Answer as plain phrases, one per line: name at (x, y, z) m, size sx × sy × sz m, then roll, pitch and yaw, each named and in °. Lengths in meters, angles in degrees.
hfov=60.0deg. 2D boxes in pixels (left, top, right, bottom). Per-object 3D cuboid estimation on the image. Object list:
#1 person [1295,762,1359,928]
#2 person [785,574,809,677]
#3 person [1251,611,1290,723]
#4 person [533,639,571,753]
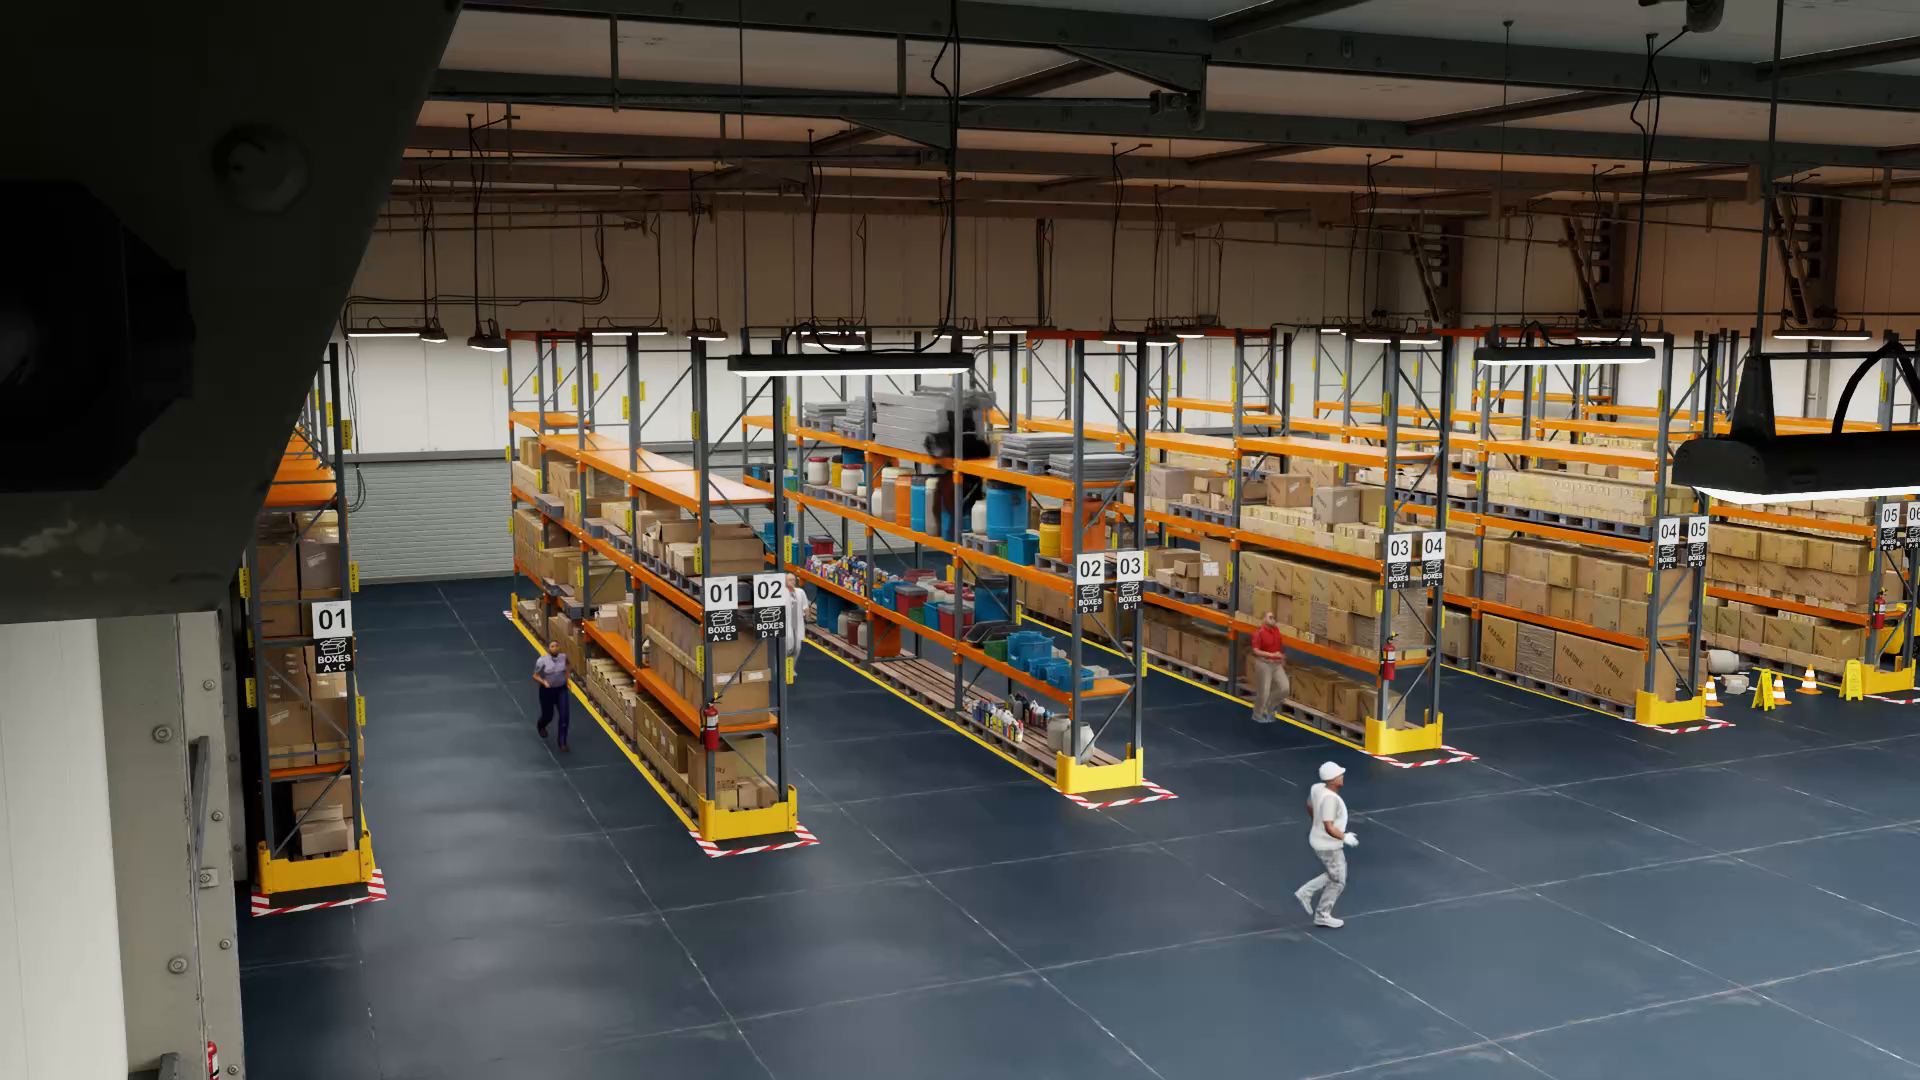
person at (3.789, 3.144, 17.159) m, size 0.583 × 1.743 × 0.686 m, roll 0°, pitch 8°, yaw 1°
person at (-2.787, 1.437, 27.636) m, size 0.694 × 1.744 × 0.642 m, roll -4°, pitch 9°, yaw -29°
person at (4.592, 1.883, 24.522) m, size 0.646 × 1.688 × 0.648 m, roll -5°, pitch 9°, yaw -32°
person at (-5.953, 2.240, 24.318) m, size 0.592 × 1.614 × 0.886 m, roll -5°, pitch 9°, yaw -30°
